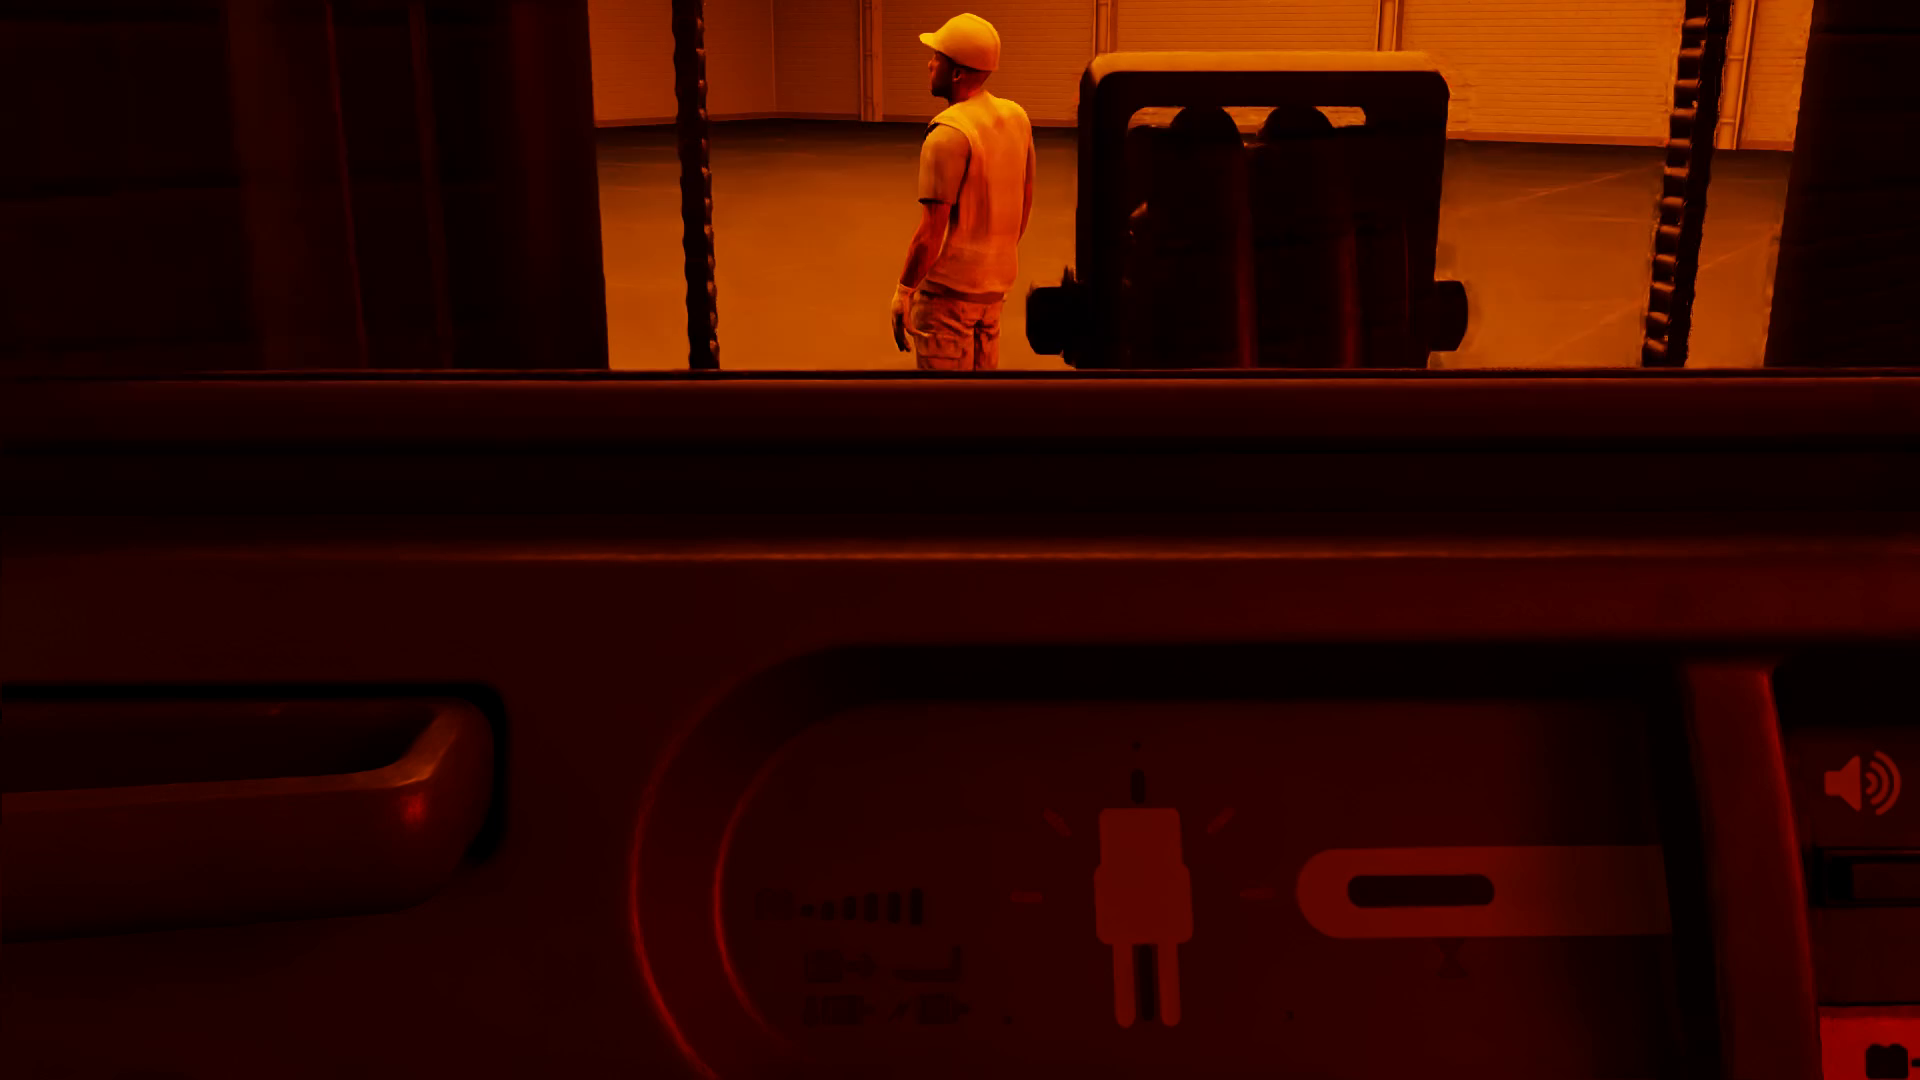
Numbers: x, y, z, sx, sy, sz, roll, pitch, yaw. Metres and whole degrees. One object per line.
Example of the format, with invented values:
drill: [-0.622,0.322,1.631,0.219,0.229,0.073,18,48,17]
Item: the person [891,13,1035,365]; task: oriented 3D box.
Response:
person: [-0.059,-0.880,5.743,0.564,1.787,0.637,11,20,33]
